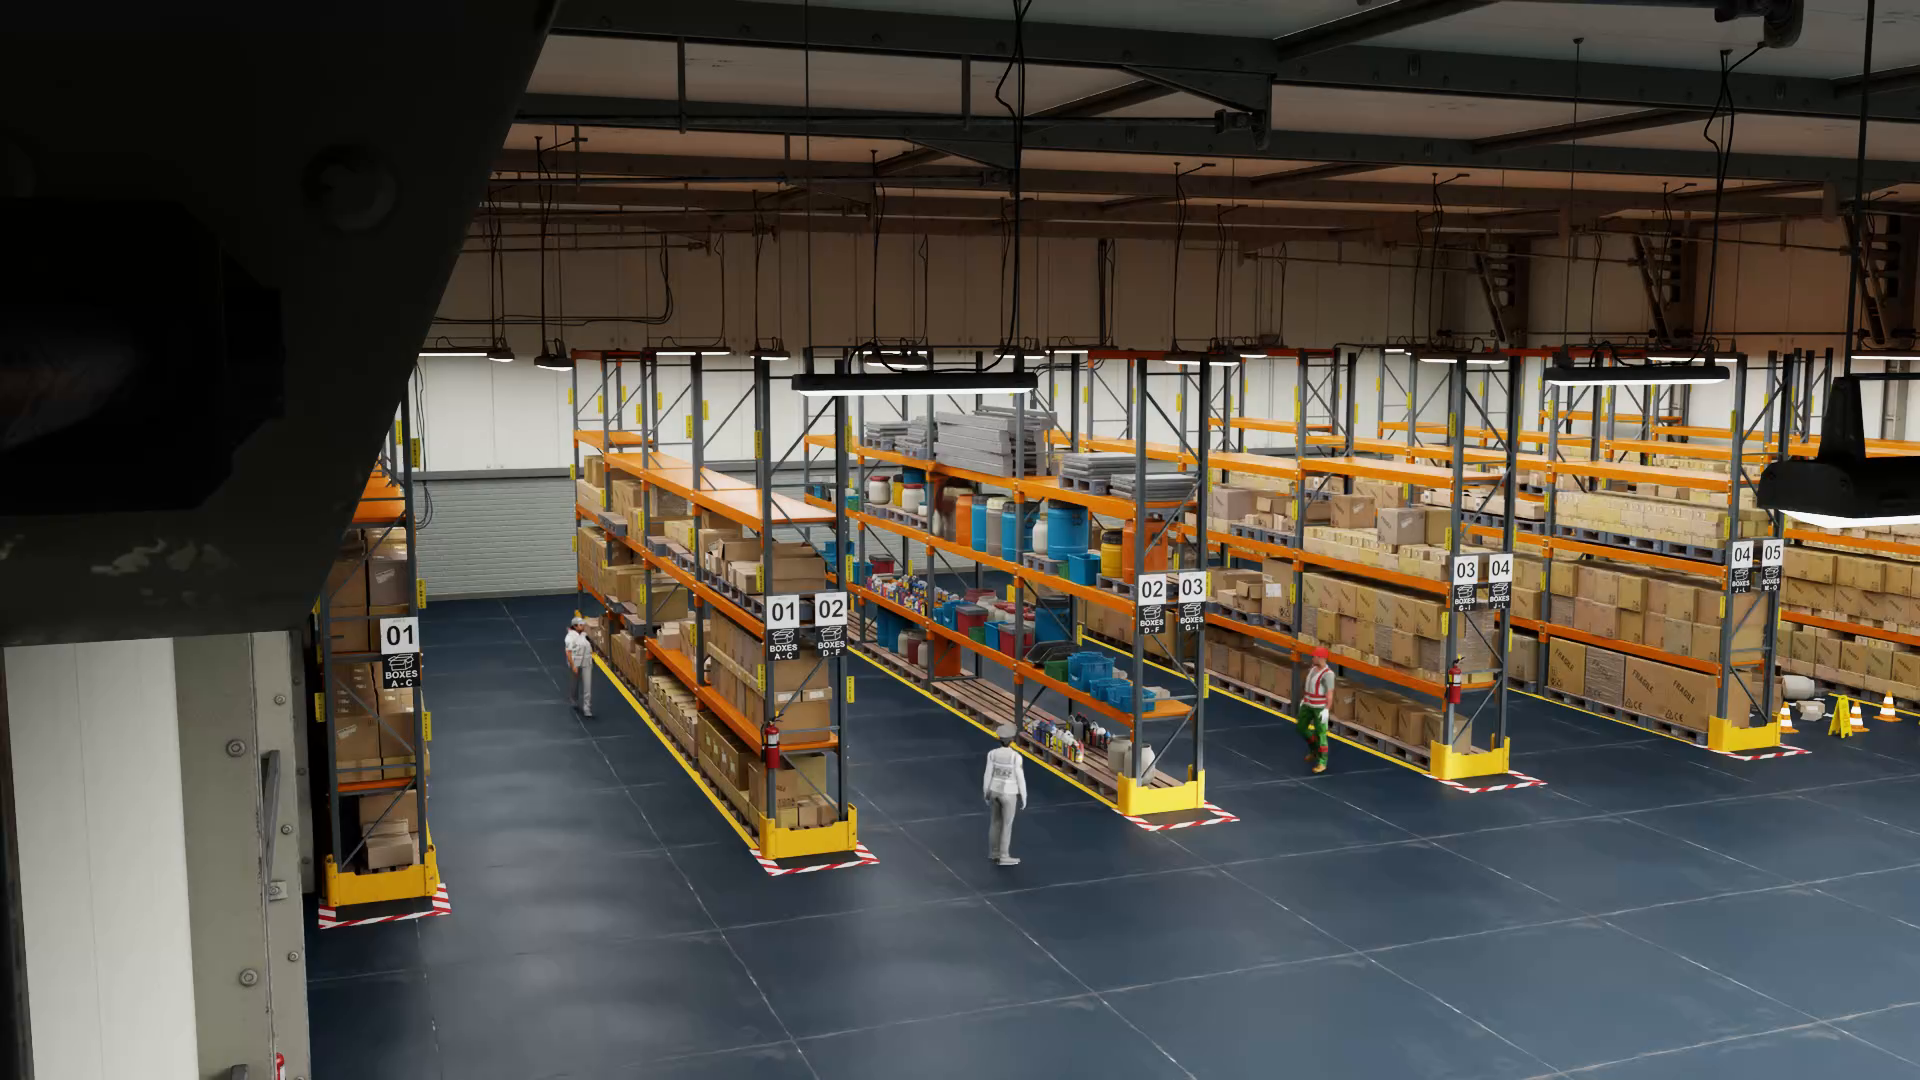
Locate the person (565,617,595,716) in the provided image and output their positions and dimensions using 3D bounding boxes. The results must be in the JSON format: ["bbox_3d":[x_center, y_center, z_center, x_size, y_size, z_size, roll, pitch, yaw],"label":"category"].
[{"bbox_3d":[-6.332,2.086,27.738,0.486,1.621,0.929,-2,7,-14],"label":"person"}]

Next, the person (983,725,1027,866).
[{"bbox_3d":[0.557,3.039,19.886,0.536,1.693,0.417,6,9,40],"label":"person"}]

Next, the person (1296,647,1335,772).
[{"bbox_3d":[5.188,2.431,24.211,0.510,1.789,0.626,-4,8,-31],"label":"person"}]
